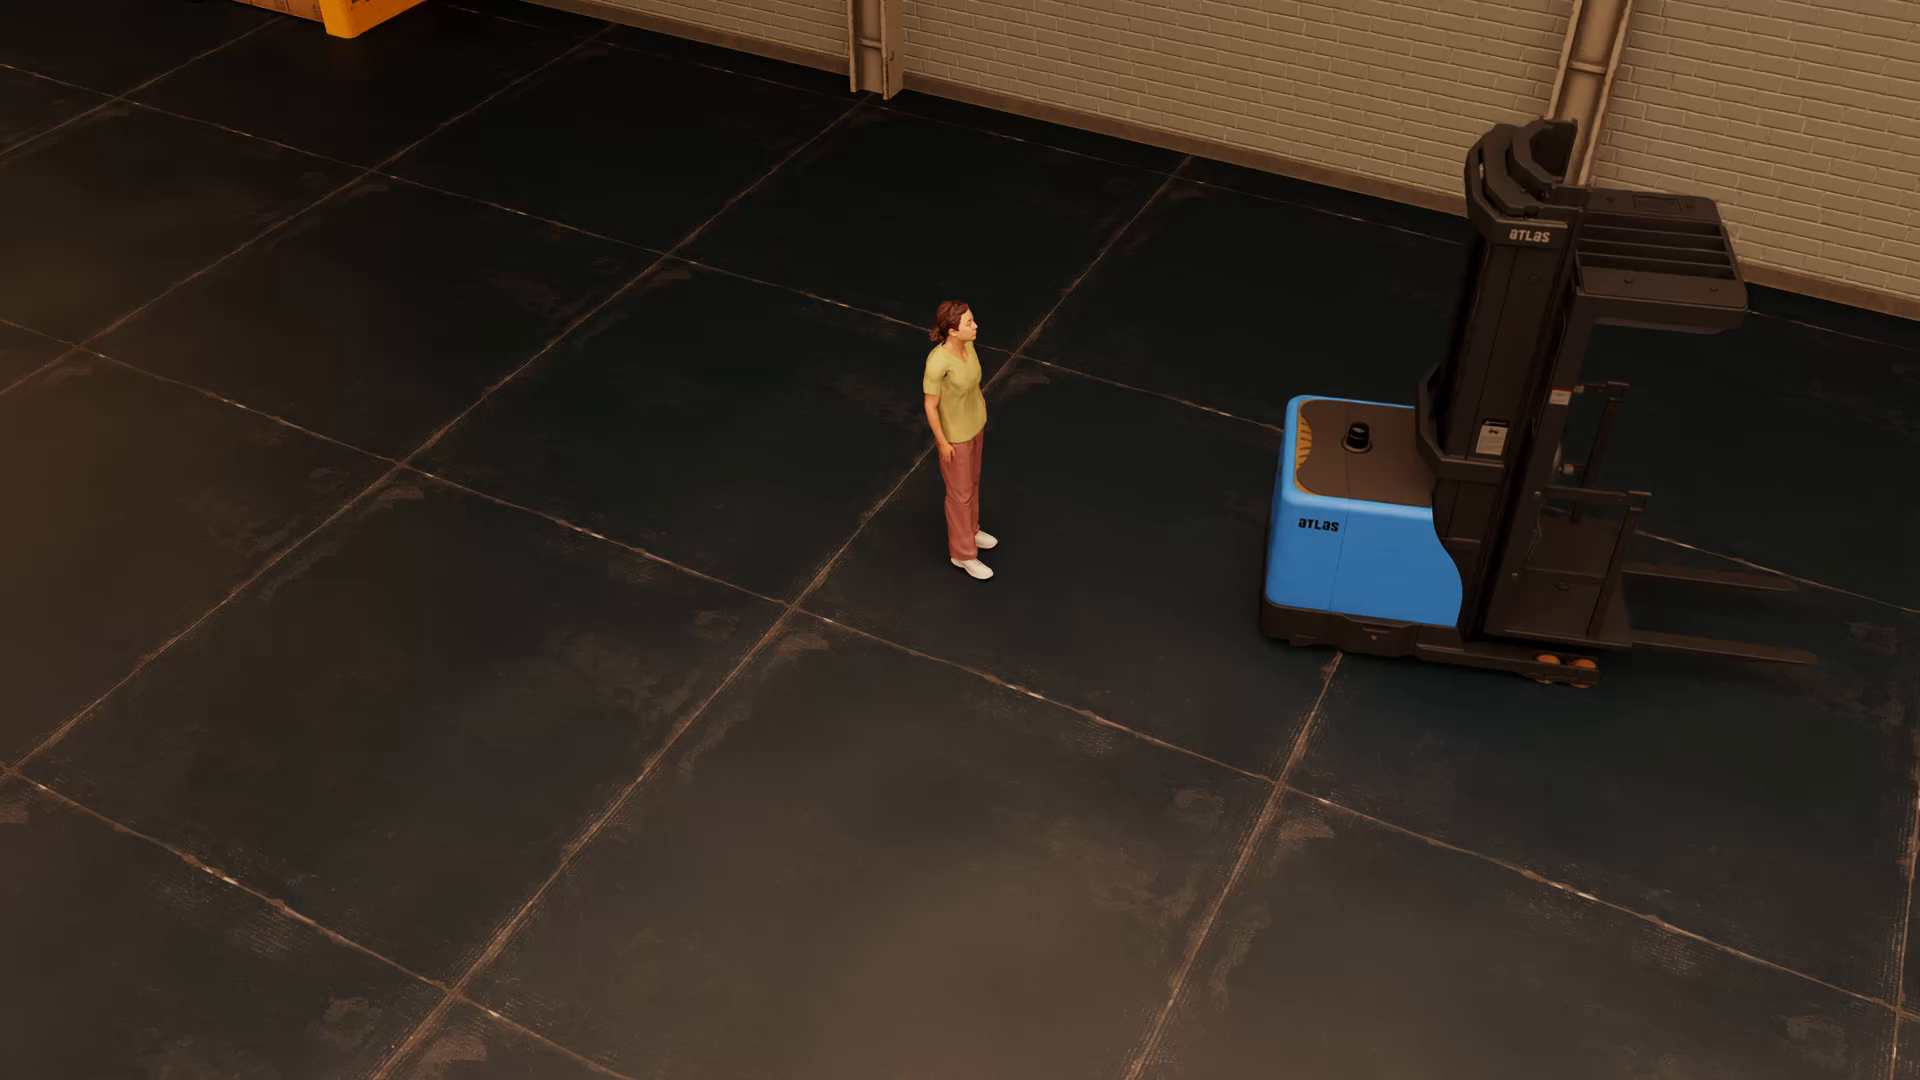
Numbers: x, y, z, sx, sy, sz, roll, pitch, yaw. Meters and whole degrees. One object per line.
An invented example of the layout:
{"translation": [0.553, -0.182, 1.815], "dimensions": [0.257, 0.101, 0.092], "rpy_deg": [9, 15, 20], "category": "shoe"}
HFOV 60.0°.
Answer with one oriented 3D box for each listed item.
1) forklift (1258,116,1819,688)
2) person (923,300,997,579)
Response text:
{"translation": [3.284, -0.669, 8.781], "dimensions": [3.031, 2.935, 1.130], "rpy_deg": [7, 41, 8], "category": "forklift"}
{"translation": [0.060, -0.597, 9.702], "dimensions": [0.549, 1.620, 0.555], "rpy_deg": [18, 43, 21], "category": "person"}
